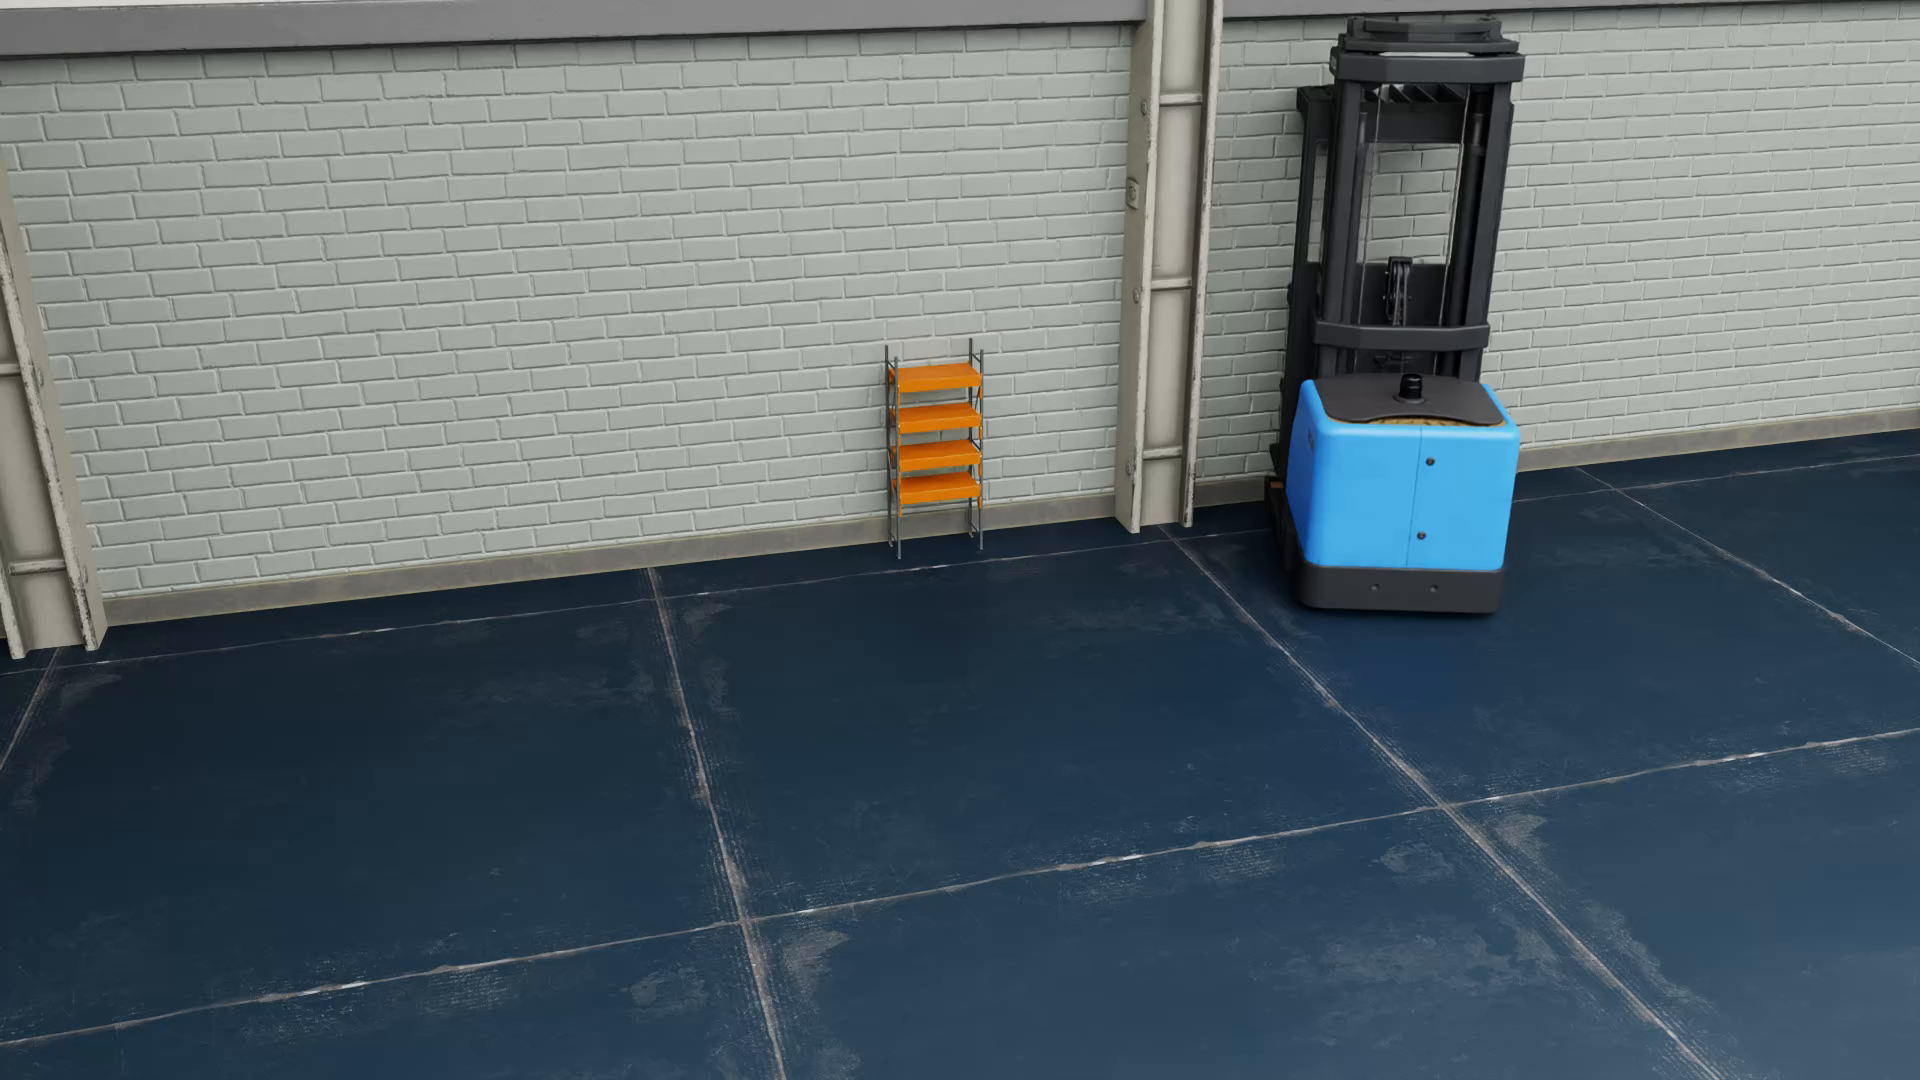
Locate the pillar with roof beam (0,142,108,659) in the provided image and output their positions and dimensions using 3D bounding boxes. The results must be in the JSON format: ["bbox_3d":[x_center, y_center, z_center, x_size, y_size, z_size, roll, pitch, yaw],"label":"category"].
[{"bbox_3d":[-3.453,-1.982,2.956,0.400,9.000,9.100,-6,24,-14],"label":"pillar with roof beam"}]

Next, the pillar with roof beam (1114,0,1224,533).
[{"bbox_3d":[2.324,-2.621,4.446,0.400,9.000,9.100,-6,24,-14],"label":"pillar with roof beam"}]

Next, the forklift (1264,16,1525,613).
[{"bbox_3d":[2.426,-1.505,9.541,1.130,2.935,3.031,2,23,4],"label":"forklift"}]

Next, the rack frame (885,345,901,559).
[{"bbox_3d":[-0.378,-0.487,9.363,0.015,1.200,0.240,-7,24,-15],"label":"rack frame"}]

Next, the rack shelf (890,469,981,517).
[{"bbox_3d":[-0.144,-0.270,9.531,0.480,0.148,0.258,-7,24,-15],"label":"rack shelf"}]

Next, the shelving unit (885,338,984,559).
[{"bbox_3d":[-0.144,-0.514,9.426,0.503,1.200,0.258,-7,24,-15],"label":"shelving unit"}]

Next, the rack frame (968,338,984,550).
[{"bbox_3d":[0.091,-0.541,9.488,0.015,1.200,0.240,-7,24,-15],"label":"rack frame"}]

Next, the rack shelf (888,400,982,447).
[{"bbox_3d":[-0.144,-0.658,9.364,0.480,0.148,0.258,-7,24,-15],"label":"rack shelf"}]

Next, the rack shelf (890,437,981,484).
[{"bbox_3d":[-0.144,-0.452,9.453,0.480,0.148,0.258,-7,24,-15],"label":"rack shelf"}]

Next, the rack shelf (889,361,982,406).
[{"bbox_3d":[-0.144,-0.875,9.270,0.480,0.148,0.258,-7,24,-15],"label":"rack shelf"}]
